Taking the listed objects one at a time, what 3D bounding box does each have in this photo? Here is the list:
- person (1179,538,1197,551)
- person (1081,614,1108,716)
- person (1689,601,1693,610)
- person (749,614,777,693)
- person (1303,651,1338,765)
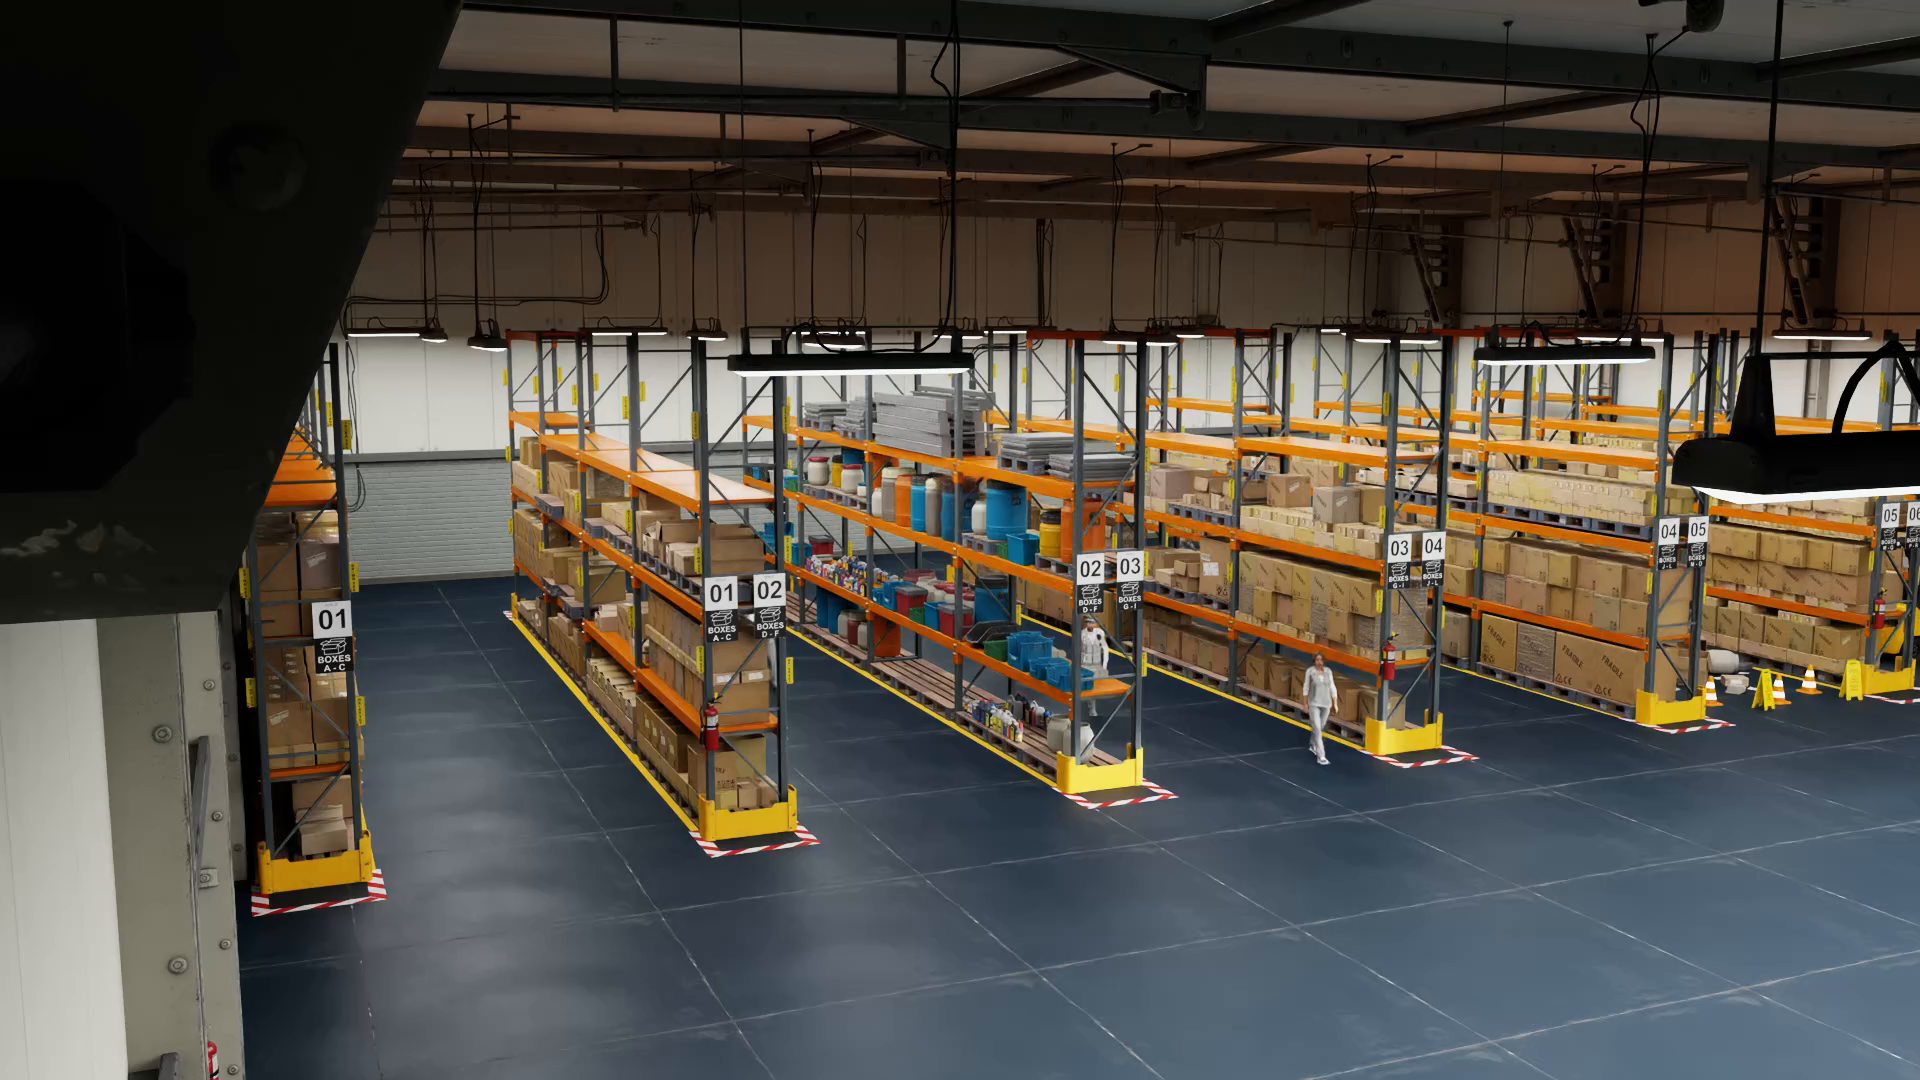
[{"bbox_3d":[5.718,-0.288,42.296,1.027,1.749,0.544,-5,9,-32],"label":"person"},{"bbox_3d":[2.065,1.941,26.401,0.548,1.648,0.588,-1,8,-8],"label":"person"},{"bbox_3d":[15.122,0.730,34.614,0.558,1.772,0.504,-6,10,-39],"label":"person"},{"bbox_3d":[-3.295,1.679,27.804,0.518,1.730,1.038,-5,9,-32],"label":"person"},{"bbox_3d":[5.116,2.365,23.538,0.432,1.521,0.903,-1,8,-8],"label":"person"}]
